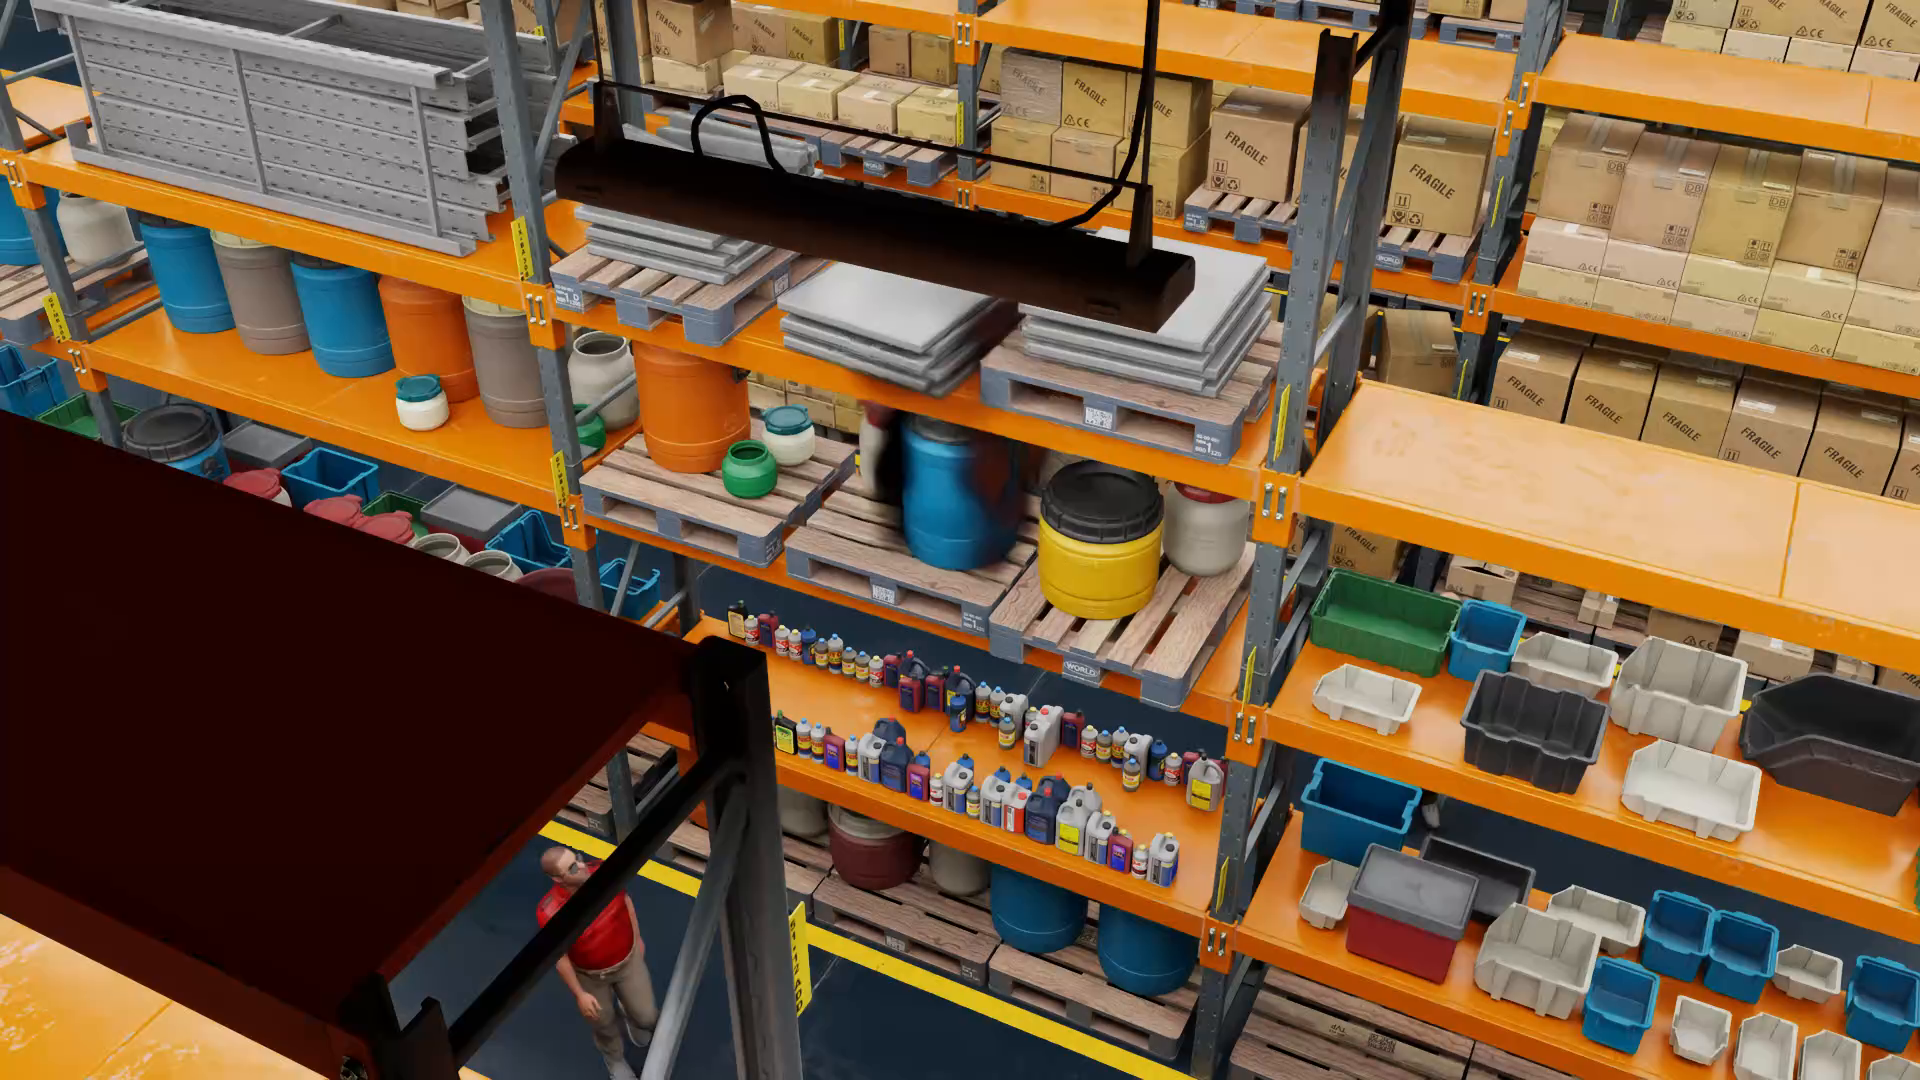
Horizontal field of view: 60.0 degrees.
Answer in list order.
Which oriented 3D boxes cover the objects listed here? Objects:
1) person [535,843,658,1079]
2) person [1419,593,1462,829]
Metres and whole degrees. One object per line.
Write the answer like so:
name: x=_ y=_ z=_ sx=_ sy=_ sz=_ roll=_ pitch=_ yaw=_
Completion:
person: x=-1.965 y=2.337 z=9.059 sx=0.541 sy=1.724 sz=0.515 roll=-9 pitch=36 yaw=-12
person: x=2.988 y=1.101 z=10.723 sx=0.656 sy=1.782 sz=0.461 roll=12 pitch=37 yaw=16
